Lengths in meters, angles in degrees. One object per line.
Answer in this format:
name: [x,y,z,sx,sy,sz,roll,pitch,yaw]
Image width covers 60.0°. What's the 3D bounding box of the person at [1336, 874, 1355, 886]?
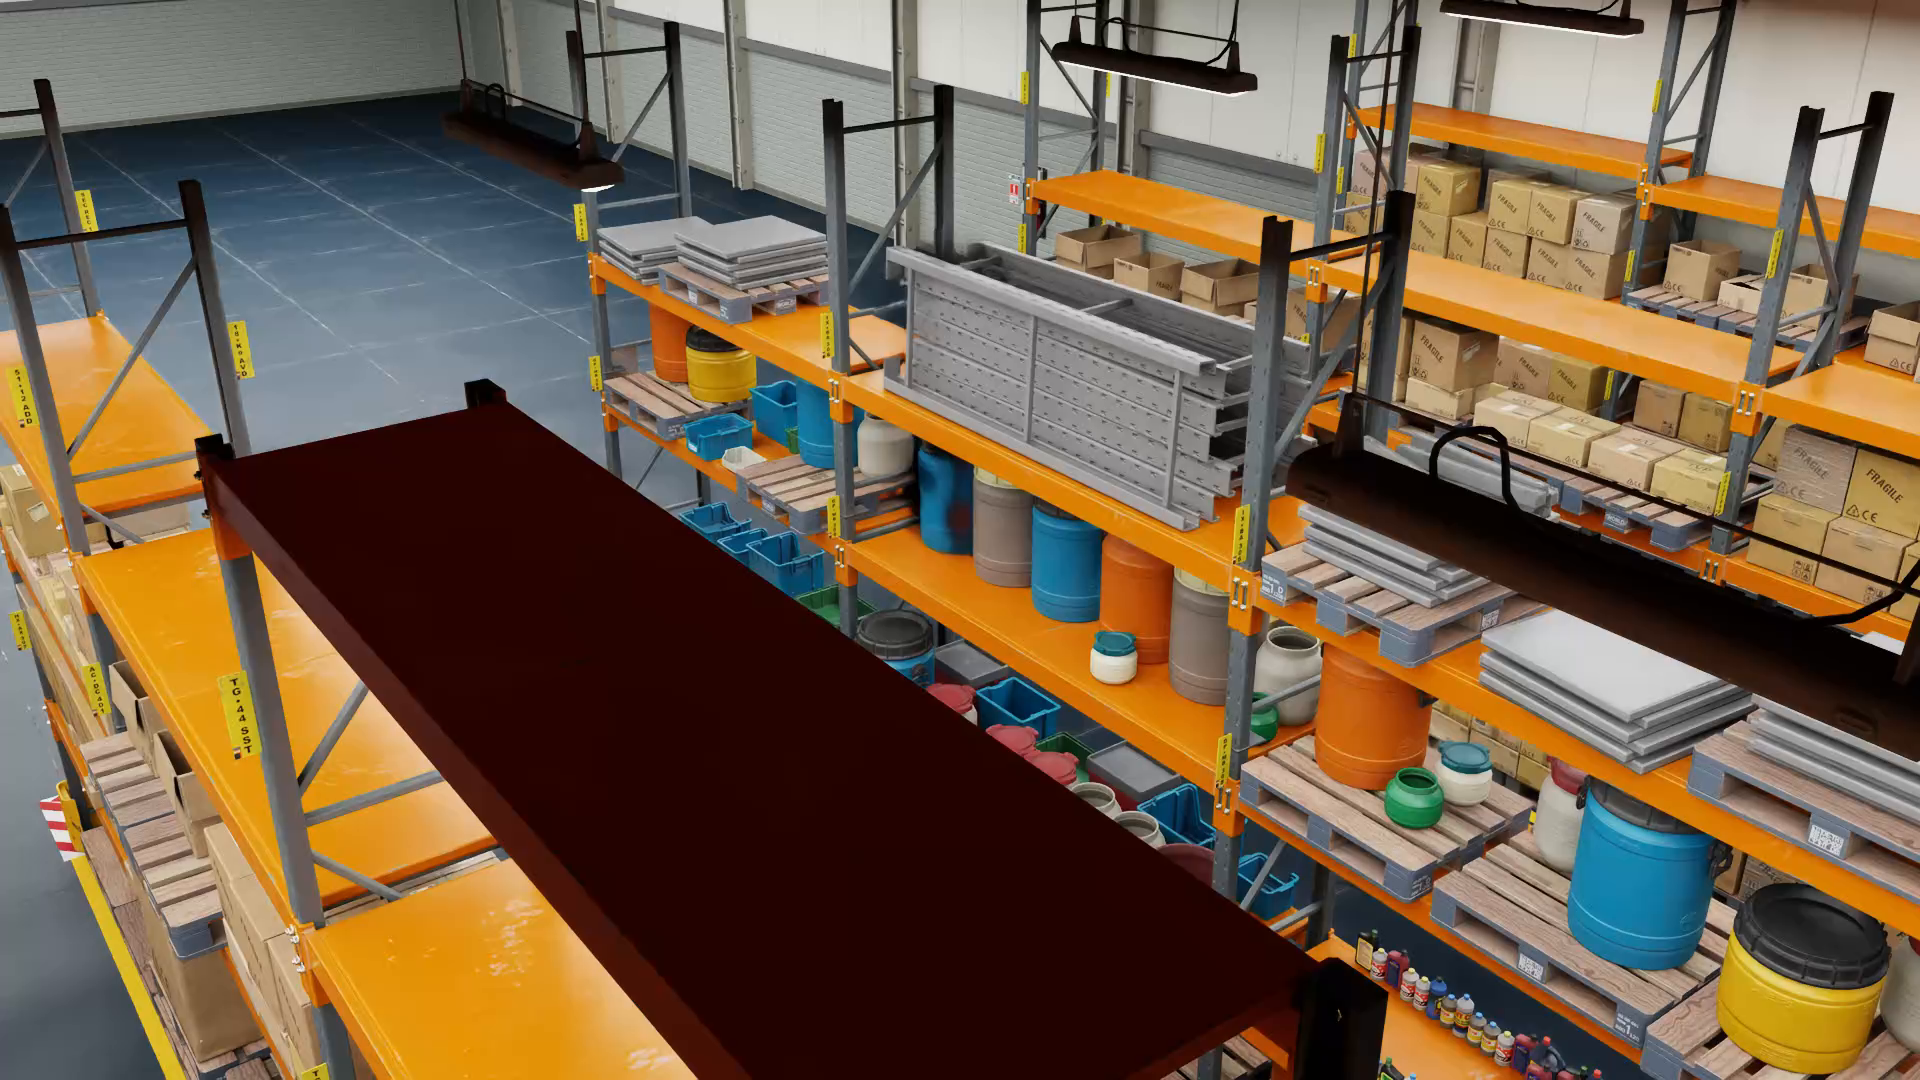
person: [2.804,1.740,12.455,0.694,1.835,0.646,20,31,36]
